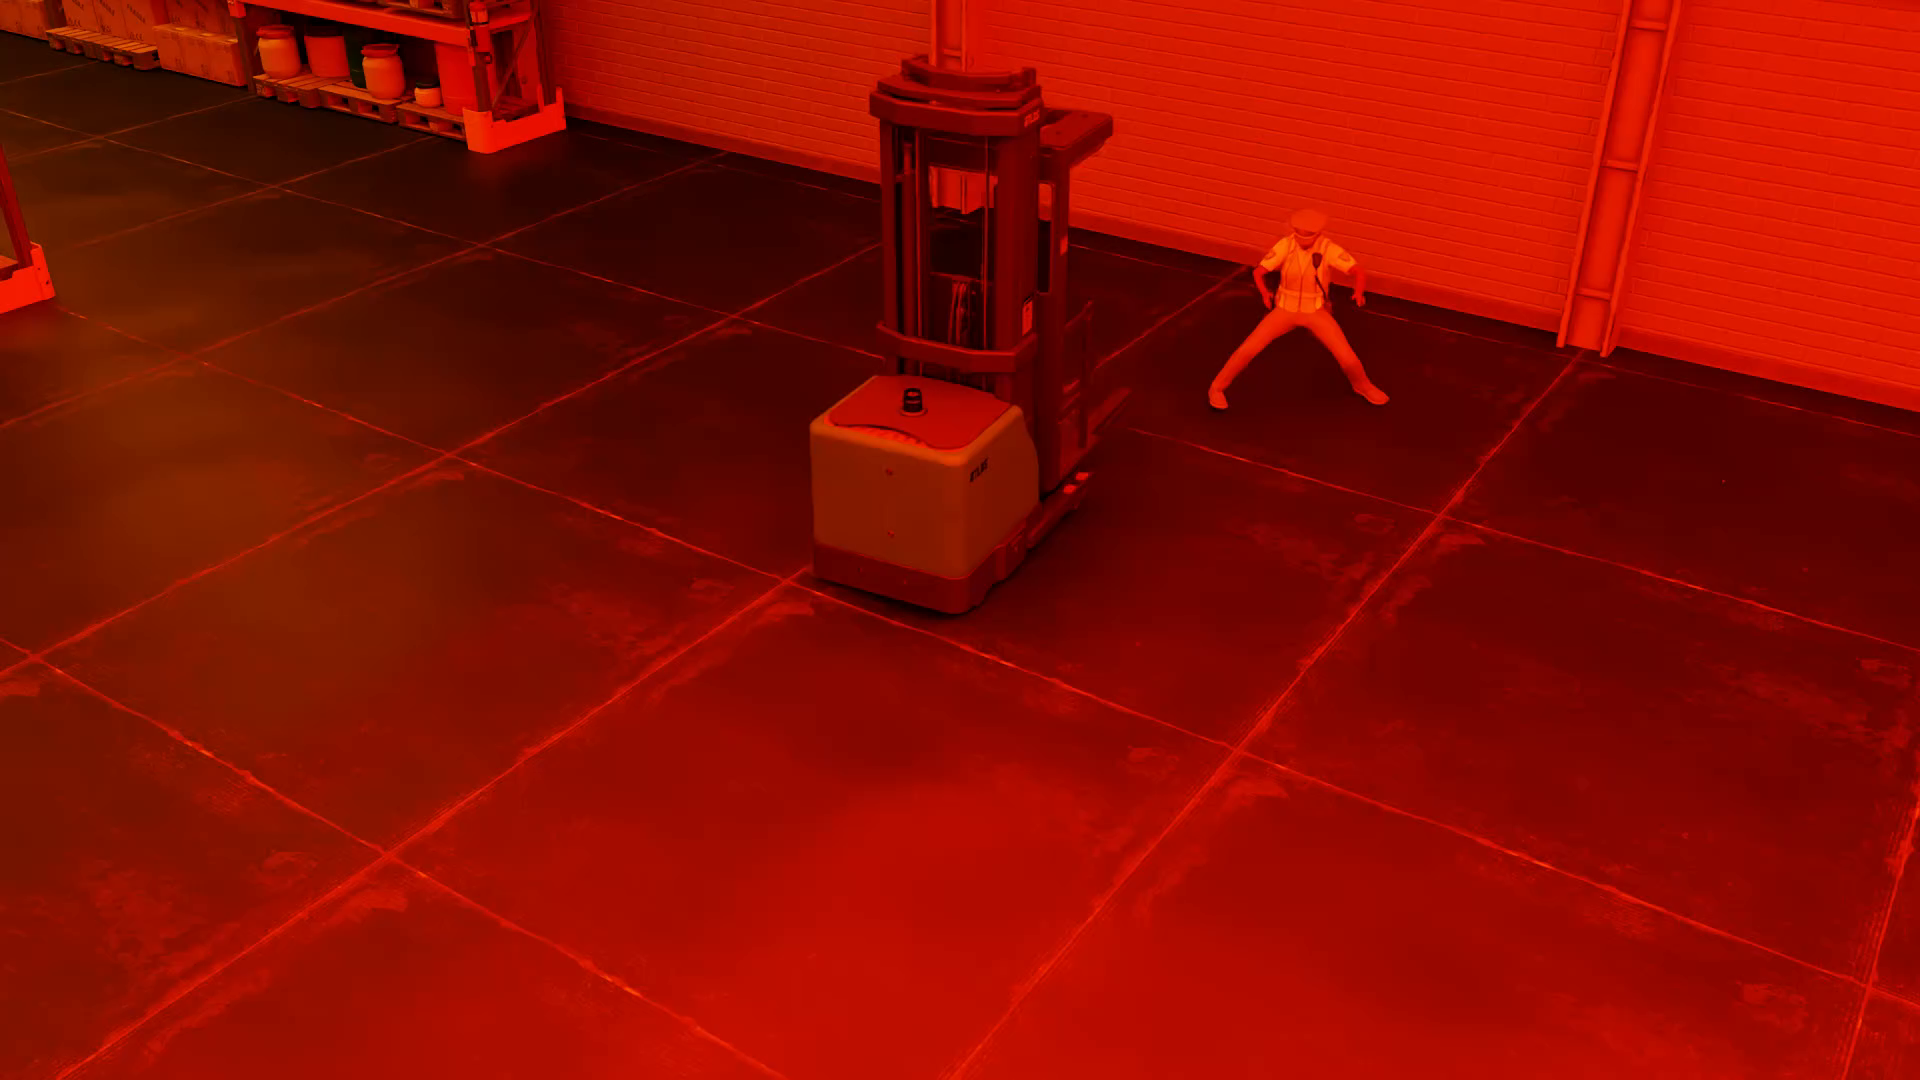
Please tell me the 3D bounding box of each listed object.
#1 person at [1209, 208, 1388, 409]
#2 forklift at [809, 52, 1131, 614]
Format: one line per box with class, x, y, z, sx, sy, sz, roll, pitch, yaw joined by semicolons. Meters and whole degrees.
person;2.458;-1.611;11.801;1.256;1.433;0.676;11;32;18
forklift;0.236;-1.555;10.259;1.130;2.935;3.031;14;33;23
